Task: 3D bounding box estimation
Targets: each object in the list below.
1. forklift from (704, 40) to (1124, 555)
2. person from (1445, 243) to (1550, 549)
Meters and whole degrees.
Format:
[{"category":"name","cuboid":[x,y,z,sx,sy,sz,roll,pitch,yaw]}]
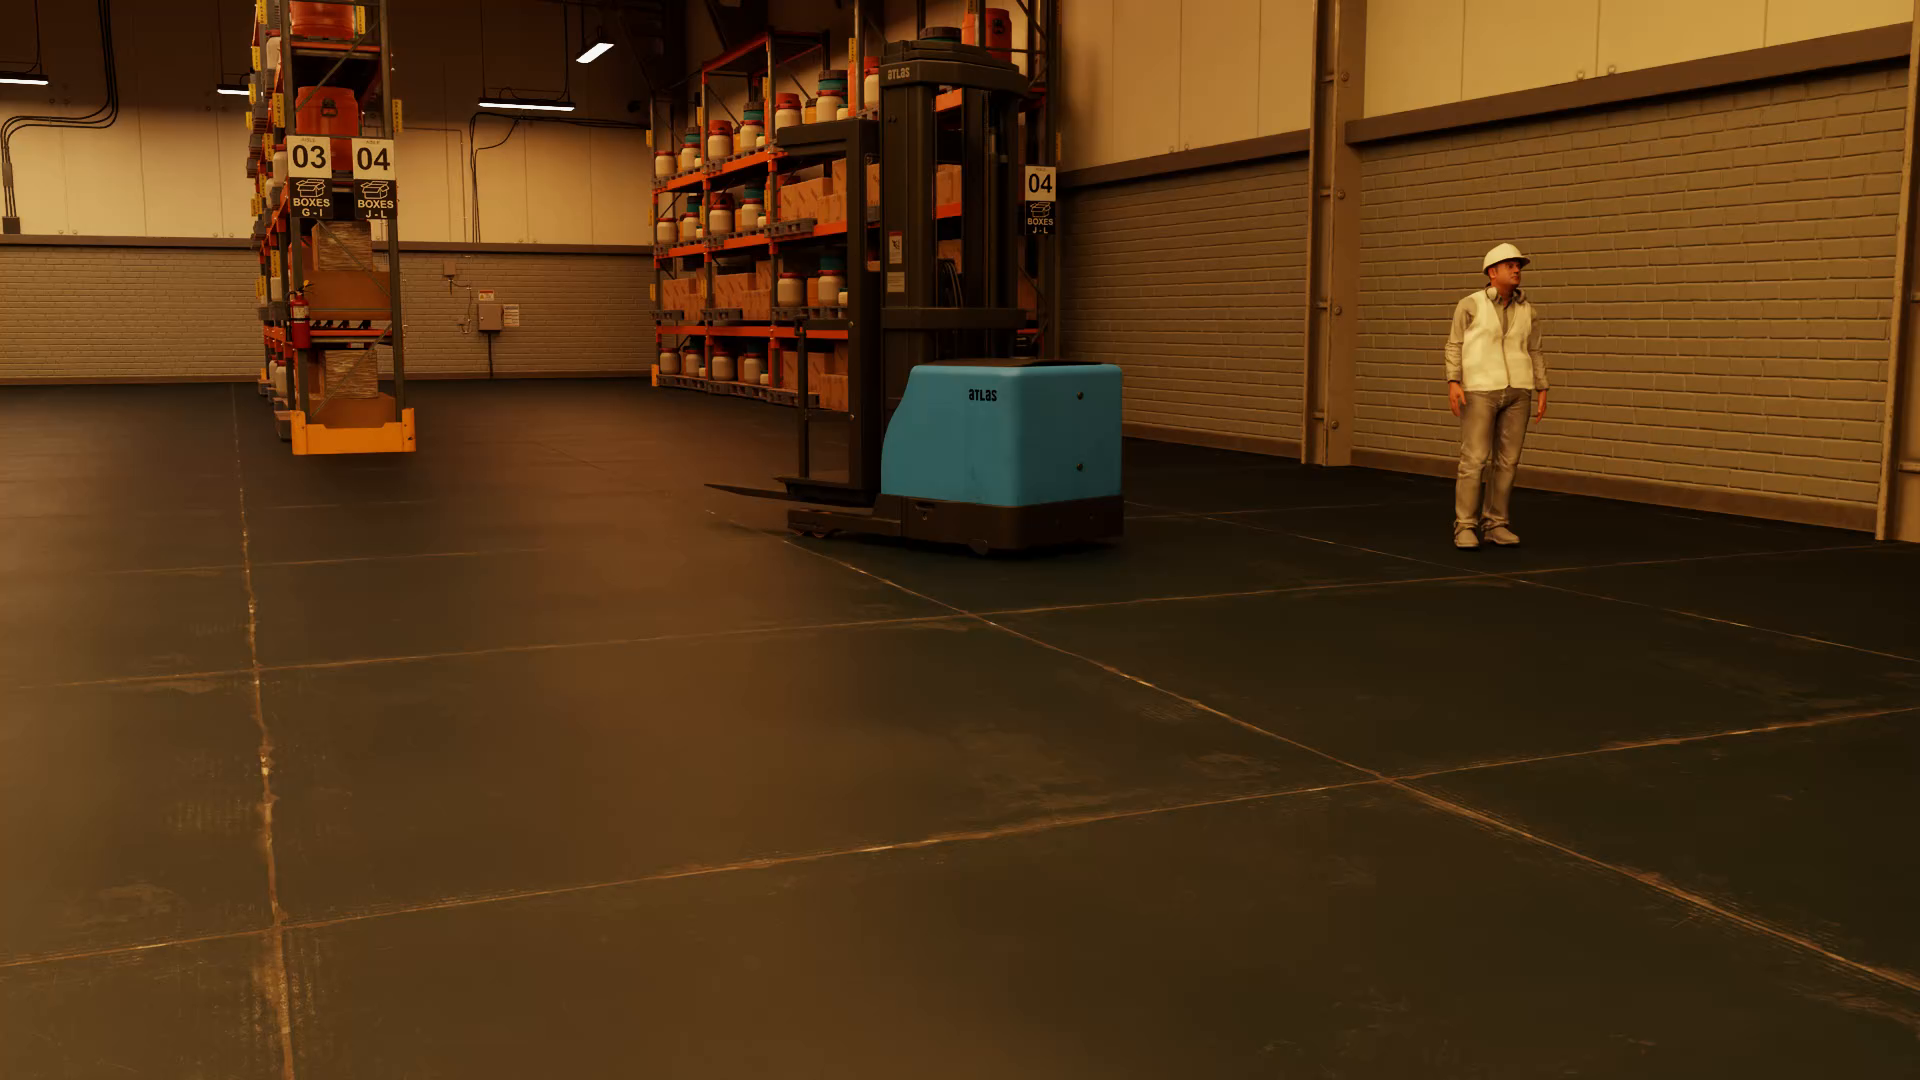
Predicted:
[{"category":"forklift","cuboid":[-0.436,-1.509,10.383,3.031,2.935,1.130,7,10,44]},{"category":"person","cuboid":[3.195,-0.858,9.820,0.630,1.773,0.570,-1,8,-7]}]
